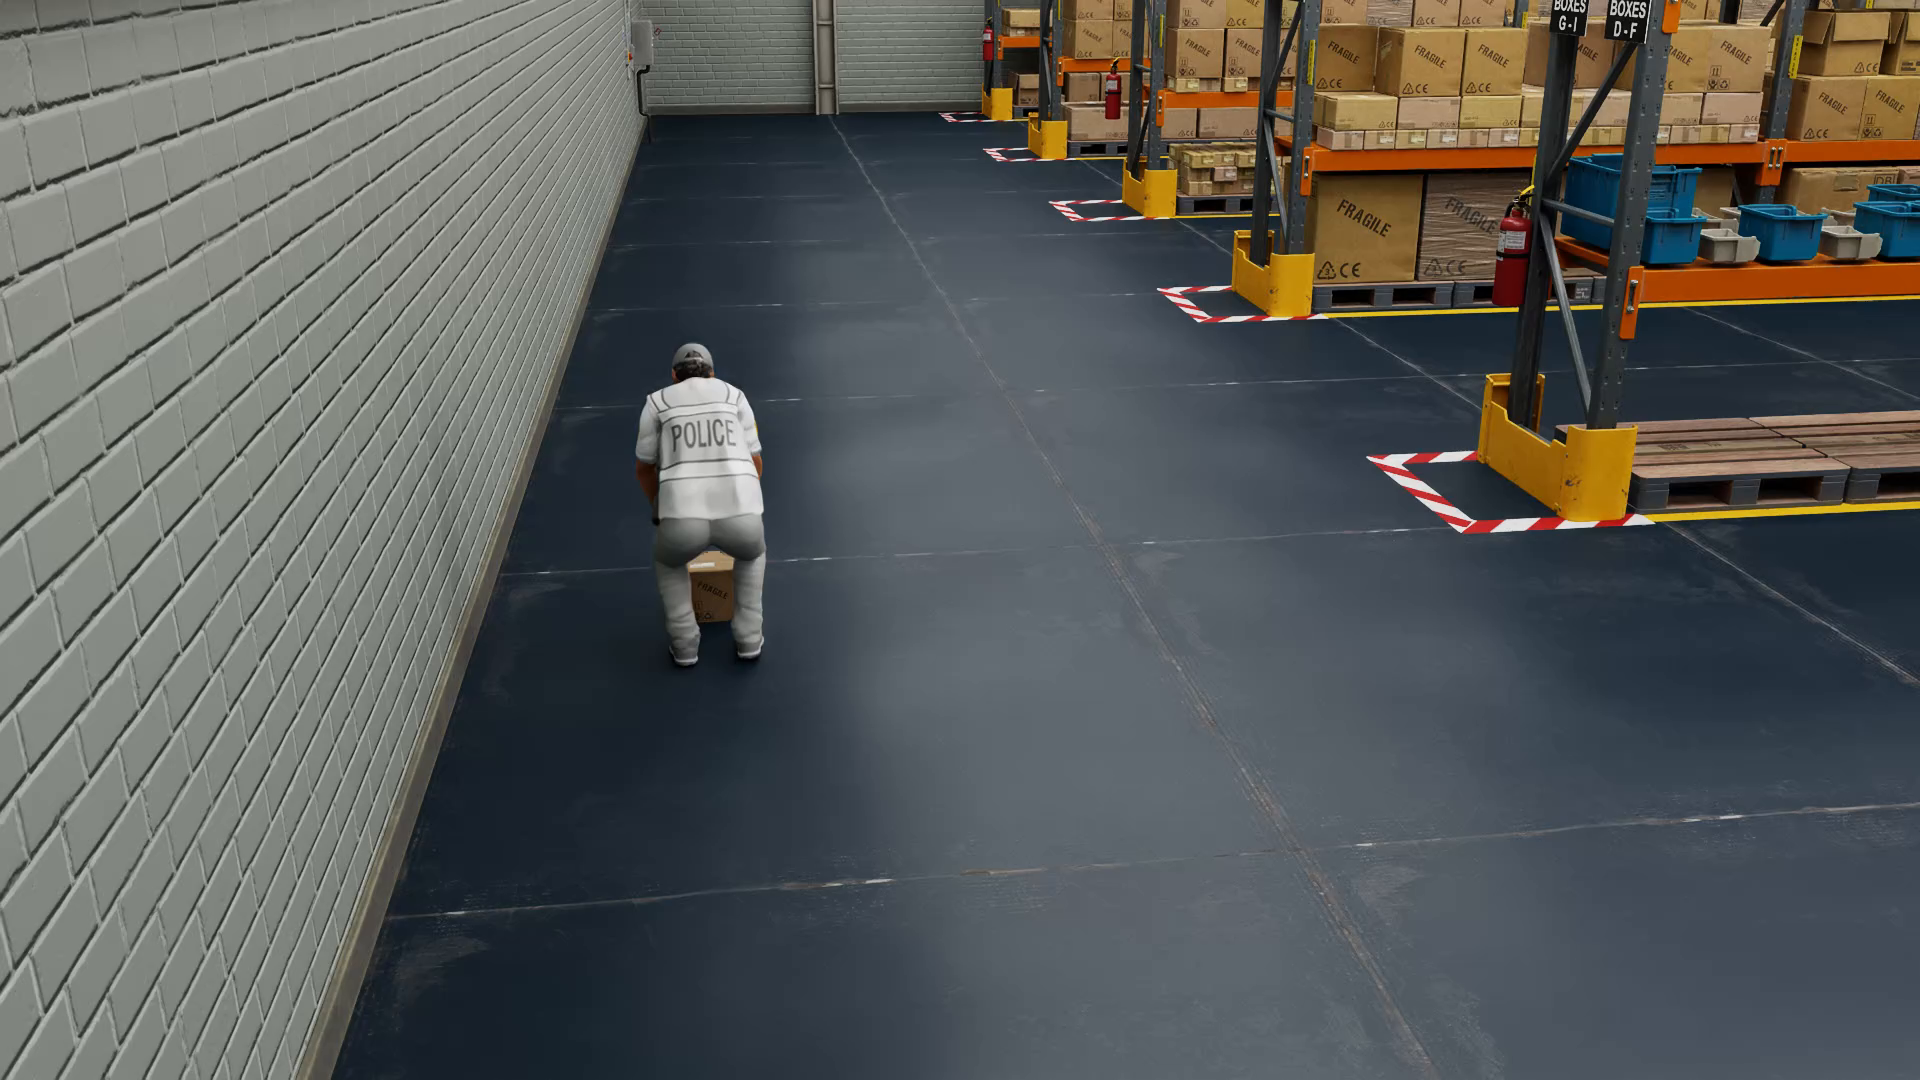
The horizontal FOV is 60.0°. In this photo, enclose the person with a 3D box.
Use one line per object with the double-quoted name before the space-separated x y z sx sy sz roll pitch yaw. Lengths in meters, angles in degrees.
"person" -1.088 -0.133 6.985 0.534 1.294 0.774 -3 20 -8
